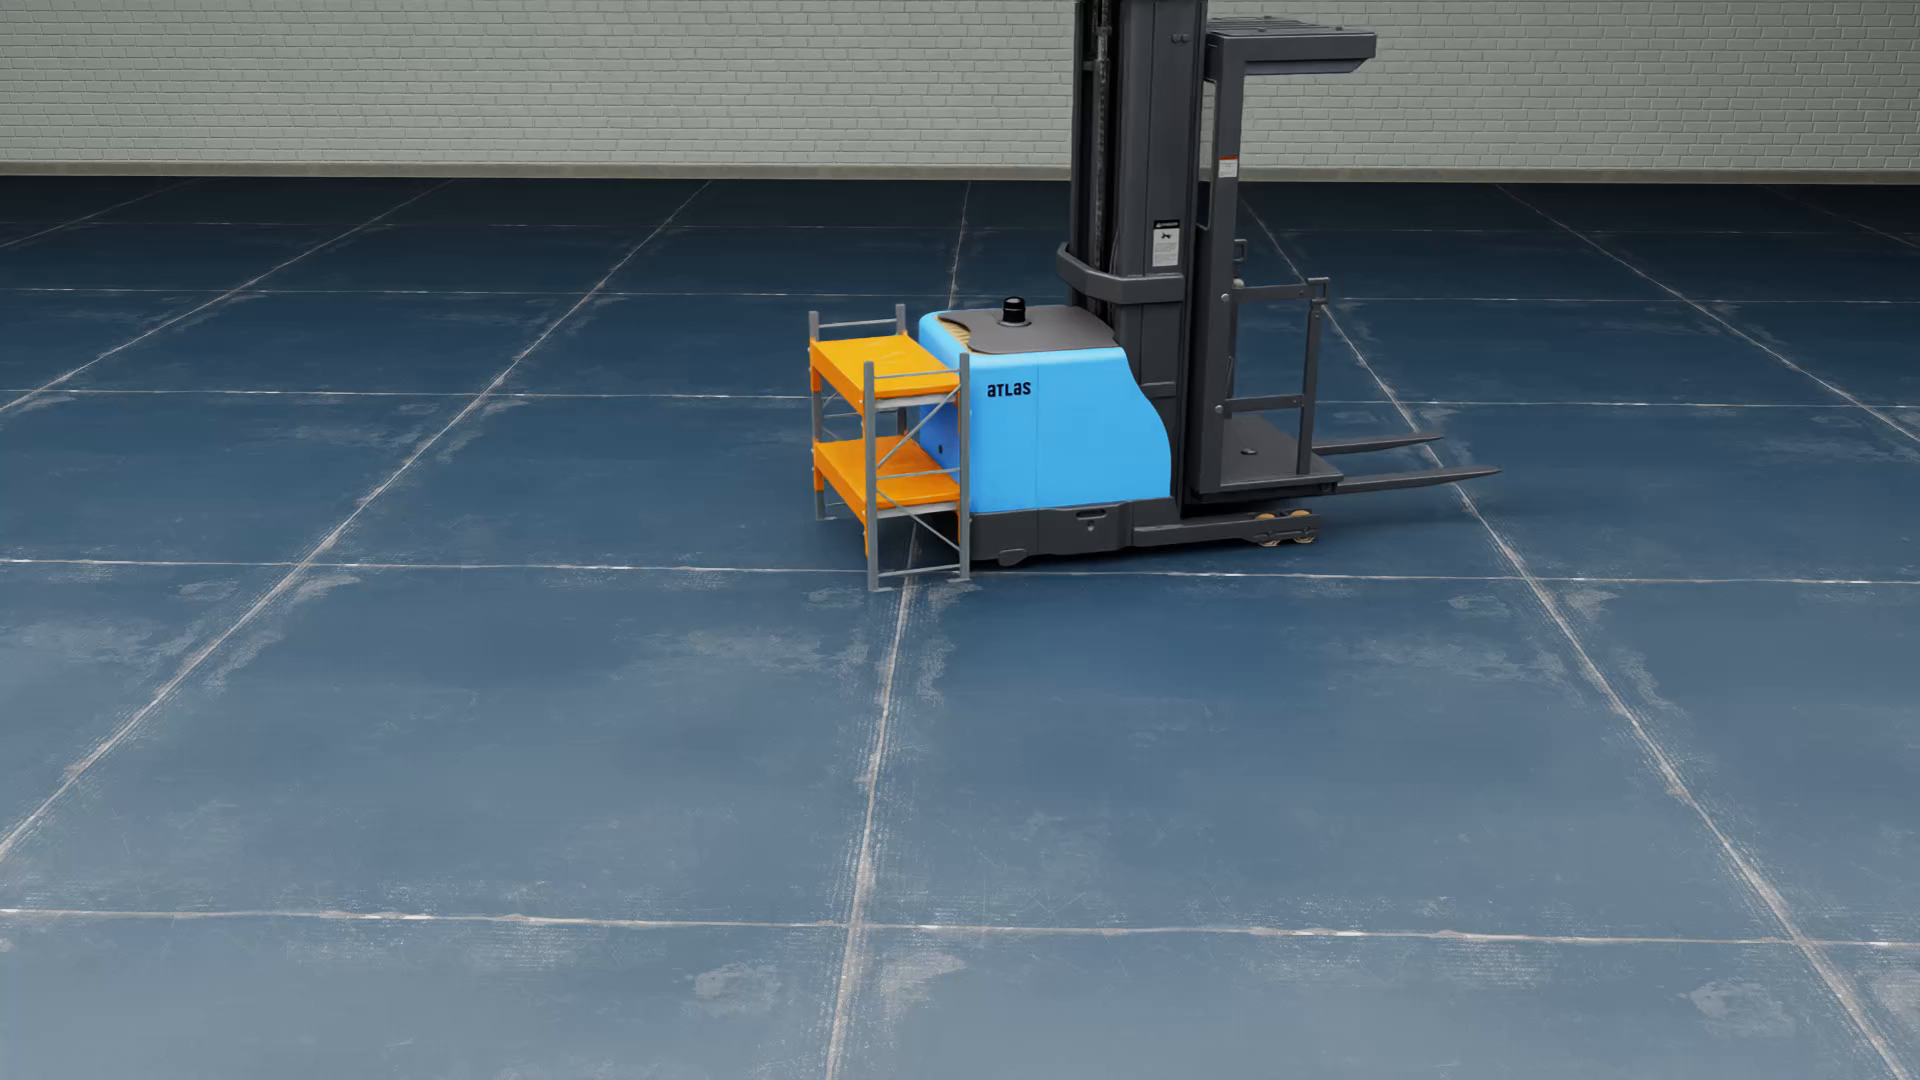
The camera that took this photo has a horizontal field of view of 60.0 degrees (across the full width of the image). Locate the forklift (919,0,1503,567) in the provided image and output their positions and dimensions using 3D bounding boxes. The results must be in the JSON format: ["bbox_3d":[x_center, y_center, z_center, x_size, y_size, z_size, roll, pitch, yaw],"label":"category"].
[{"bbox_3d":[1.349,-1.510,8.369,3.031,2.935,1.130,-5,22,-13],"label":"forklift"}]

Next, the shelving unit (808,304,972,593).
[{"bbox_3d":[-0.359,-0.480,8.211,0.538,1.125,1.048,-7,22,-17],"label":"shelving unit"}]

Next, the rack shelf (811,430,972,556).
[{"bbox_3d":[-0.359,-0.252,8.299,0.538,0.278,1.000,-7,22,-17],"label":"rack shelf"}]

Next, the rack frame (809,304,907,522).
[{"bbox_3d":[-0.522,-0.654,8.660,0.500,1.125,0.032,-7,22,-17],"label":"rack frame"}]

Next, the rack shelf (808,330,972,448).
[{"bbox_3d":[-0.359,-0.753,8.105,0.538,0.278,1.000,-7,22,-17],"label":"rack shelf"}]

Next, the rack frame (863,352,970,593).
[{"bbox_3d":[-0.195,-0.306,7.762,0.500,1.125,0.032,-7,22,-17],"label":"rack frame"}]
